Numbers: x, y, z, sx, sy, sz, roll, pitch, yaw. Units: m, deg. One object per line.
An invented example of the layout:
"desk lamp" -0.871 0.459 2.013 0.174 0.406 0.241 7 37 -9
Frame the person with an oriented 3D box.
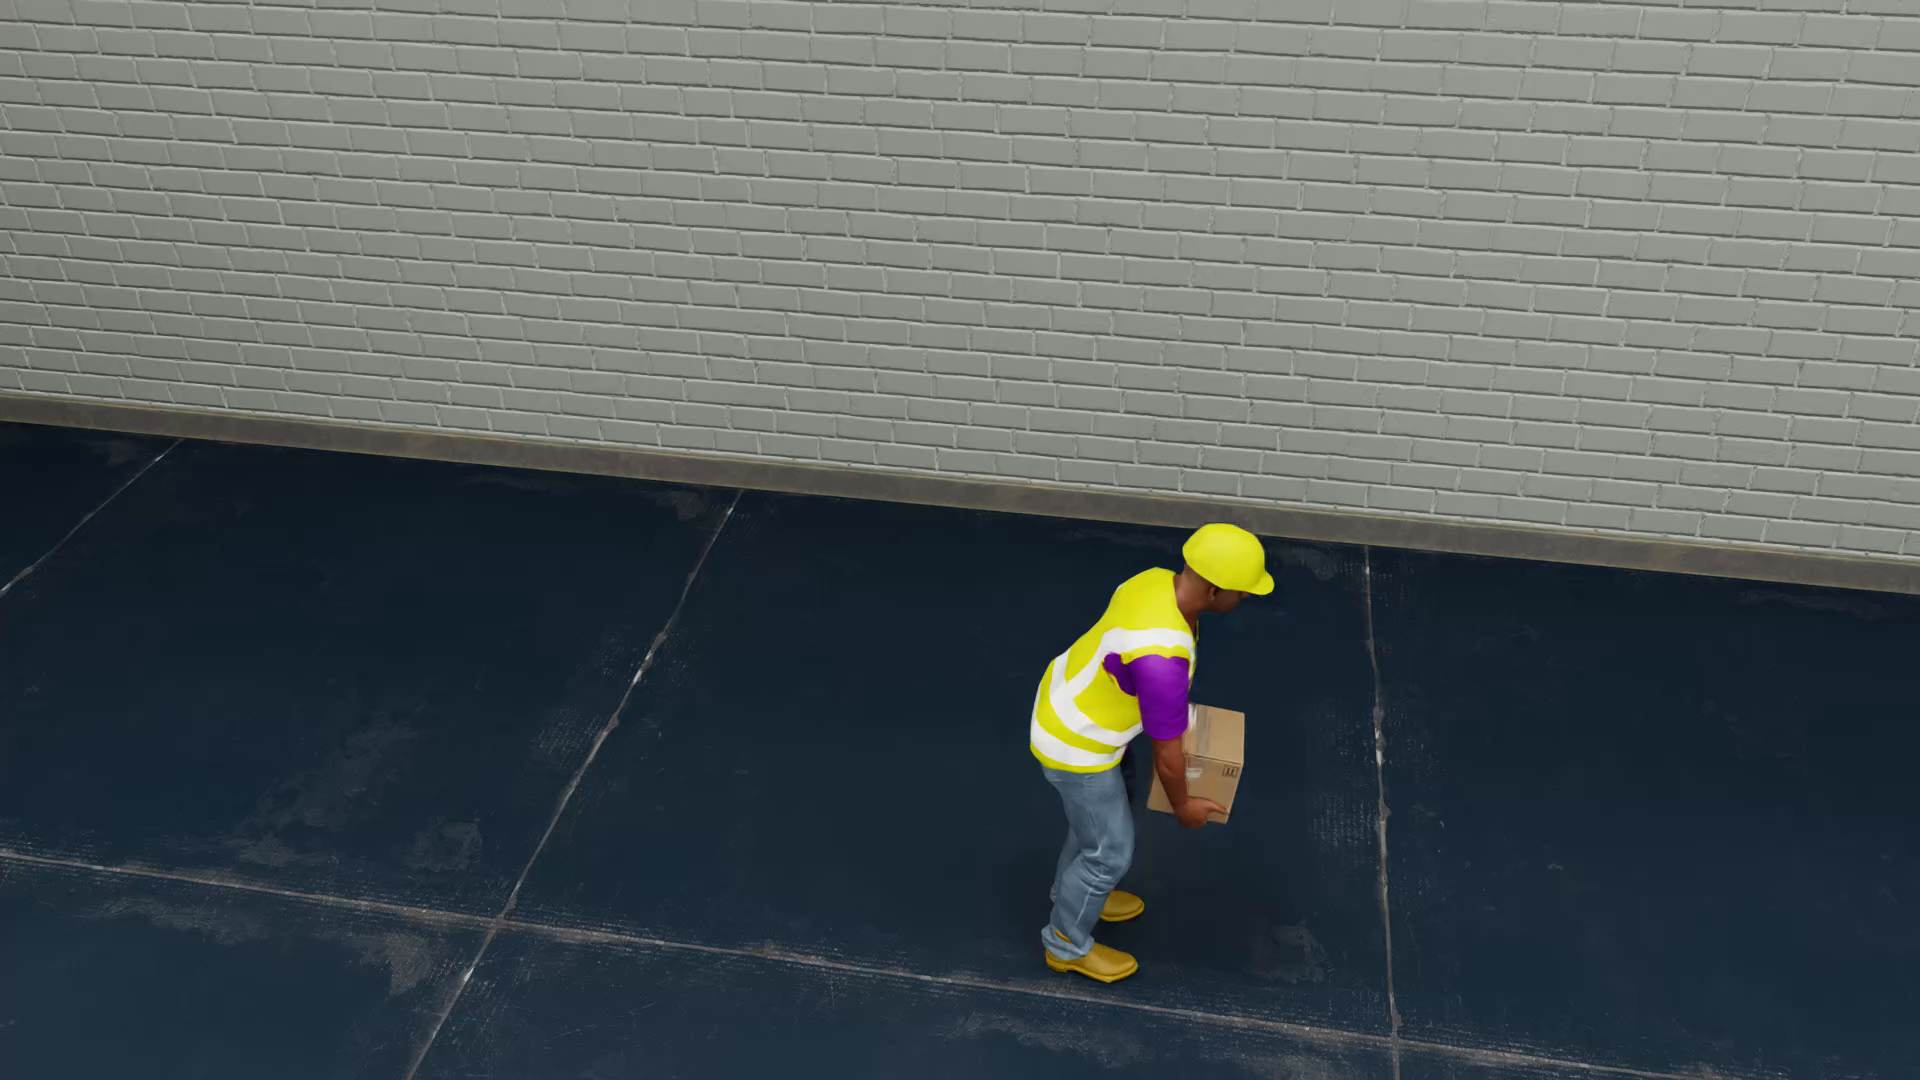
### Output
"person" 0.566 0.647 5.188 0.693 1.657 0.483 5 32 7
